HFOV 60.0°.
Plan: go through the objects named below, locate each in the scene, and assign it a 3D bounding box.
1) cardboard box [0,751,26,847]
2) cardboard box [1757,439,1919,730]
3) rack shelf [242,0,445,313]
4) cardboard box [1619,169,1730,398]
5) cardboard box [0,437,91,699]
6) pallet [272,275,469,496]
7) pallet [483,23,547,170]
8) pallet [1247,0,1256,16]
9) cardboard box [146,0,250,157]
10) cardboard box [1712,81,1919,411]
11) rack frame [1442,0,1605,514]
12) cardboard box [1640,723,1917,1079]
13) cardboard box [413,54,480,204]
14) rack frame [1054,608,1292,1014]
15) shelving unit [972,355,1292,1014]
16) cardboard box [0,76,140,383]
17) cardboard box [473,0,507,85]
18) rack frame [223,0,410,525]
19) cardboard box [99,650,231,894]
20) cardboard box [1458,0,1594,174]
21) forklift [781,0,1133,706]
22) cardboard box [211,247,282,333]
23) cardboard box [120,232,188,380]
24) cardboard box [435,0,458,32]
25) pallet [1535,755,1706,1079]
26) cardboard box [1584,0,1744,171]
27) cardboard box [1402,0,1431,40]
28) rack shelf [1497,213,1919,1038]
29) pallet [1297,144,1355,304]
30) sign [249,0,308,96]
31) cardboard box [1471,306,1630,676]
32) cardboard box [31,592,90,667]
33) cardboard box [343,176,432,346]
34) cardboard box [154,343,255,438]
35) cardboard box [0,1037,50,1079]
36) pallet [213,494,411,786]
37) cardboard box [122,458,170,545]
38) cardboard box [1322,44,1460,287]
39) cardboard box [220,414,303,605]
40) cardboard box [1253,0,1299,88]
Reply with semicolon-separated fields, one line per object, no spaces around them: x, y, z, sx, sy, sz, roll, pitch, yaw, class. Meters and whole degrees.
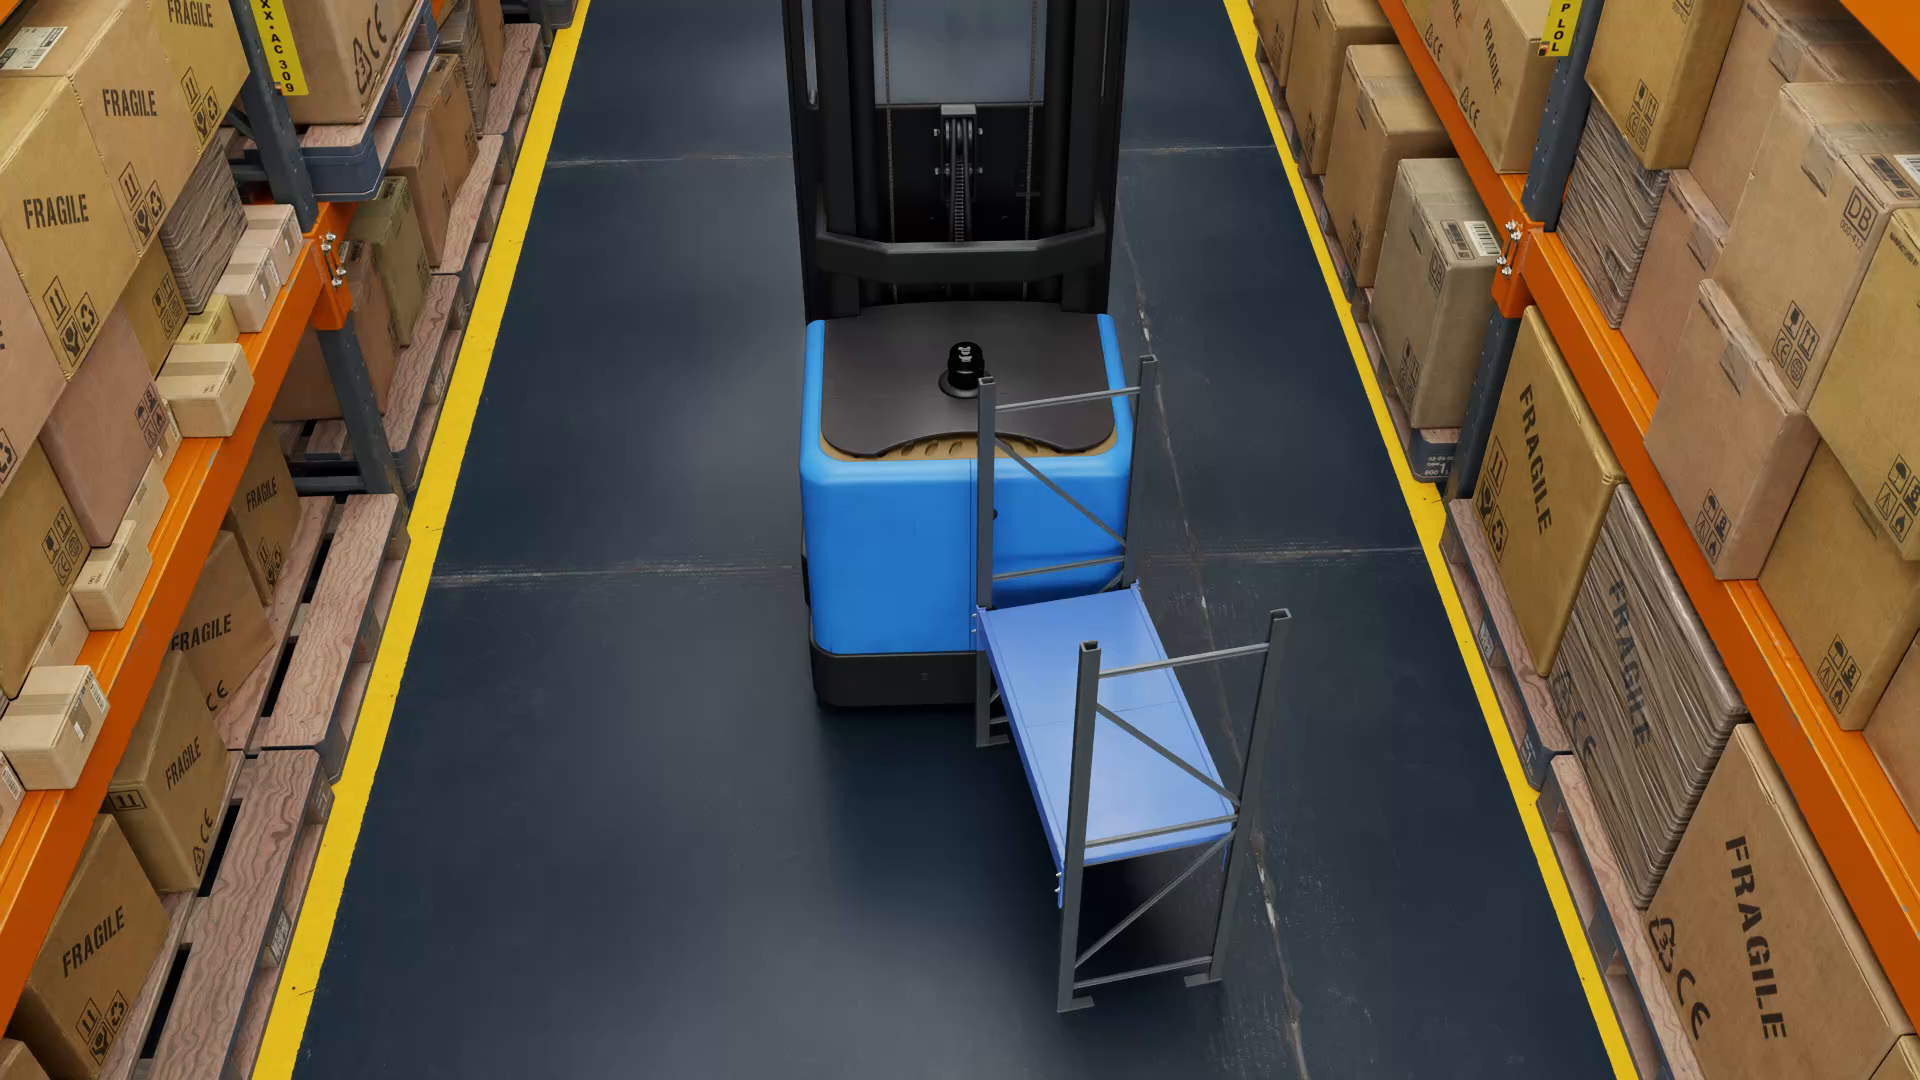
-2.265;0.597;3.564;0.380;0.149;0.250;-2;43;-2;cardboard box
2.461;0.060;3.853;0.875;0.550;0.500;-2;43;-2;cardboard box
-2.686;-2.238;7.004;1.077;0.370;4.000;-2;43;-2;rack shelf
2.433;-0.663;4.642;0.875;0.550;0.550;-2;43;-2;cardboard box
-2.556;0.018;3.716;0.875;0.500;0.500;-2;43;-2;cardboard box
-2.635;-0.650;6.803;1.003;0.211;1.213;-2;43;-2;pallet
-2.739;-2.297;8.600;1.003;0.211;1.213;-2;43;-2;pallet
2.157;-3.427;9.832;1.003;0.211;1.213;-2;43;-2;pallet
-2.307;-1.372;4.493;0.500;0.500;0.500;-2;43;-2;cardboard box
2.365;-0.694;3.877;0.875;0.550;0.550;-2;43;-2;cardboard box
2.359;-1.227;5.368;1.000;3.000;0.127;-2;43;-2;rack frame
2.395;1.052;4.144;0.875;0.875;0.875;-2;43;-2;cardboard box
-2.655;-1.885;7.611;0.700;0.500;0.500;2;43;2;cardboard box
0.519;0.758;4.313;0.500;1.500;0.032;-9;43;-9;rack frame
0.407;0.423;4.679;0.538;1.500;1.048;-9;43;-9;shelving unit
-2.264;-0.697;3.756;0.500;0.500;0.500;-2;43;-2;cardboard box
-2.722;-2.642;8.437;0.700;0.500;0.500;-4;43;-4;cardboard box
-2.601;-1.153;5.288;1.000;3.000;0.127;-2;43;-2;rack frame
-2.487;0.689;4.818;0.500;0.500;0.500;-5;43;-6;cardboard box
2.070;-1.608;5.711;0.500;0.500;0.500;-2;43;-2;cardboard box
-0.024;-1.506;5.724;1.130;2.935;3.031;-1;43;-2;forklift
-2.297;-0.754;5.039;0.380;0.149;0.250;-2;43;-2;cardboard box
-2.657;-0.655;4.450;0.875;0.500;0.500;-2;43;-2;cardboard box
-2.680;-2.561;7.793;0.500;0.250;0.500;3;43;3;cardboard box
2.368;1.143;4.847;1.003;0.211;1.213;-2;43;-2;pallet
2.340;-1.430;4.680;0.875;0.550;0.550;-2;43;-2;cardboard box
2.027;-2.290;6.455;0.500;0.500;0.500;-1;43;-1;cardboard box
2.444;0.389;4.138;1.077;0.370;4.000;-2;43;-2;rack shelf
2.196;-1.543;7.777;1.003;0.211;1.213;-2;43;-2;pallet
-2.059;-1.492;5.018;0.100;0.325;0.005;-2;43;-2;sign
2.316;-0.172;5.479;0.875;0.875;0.875;-1;43;-1;cardboard box
-2.315;0.261;3.932;0.380;0.149;0.250;-2;43;-2;cardboard box
-2.607;-1.131;6.788;0.700;0.500;0.500;-2;43;-2;cardboard box
-2.224;-0.418;4.672;0.380;0.149;0.250;-2;43;-2;cardboard box
-2.500;1.490;3.944;0.500;0.500;0.500;9;43;9;cardboard box
-2.537;0.328;5.736;1.003;0.211;1.213;-2;43;-2;pallet
-2.294;-0.078;4.301;0.380;0.149;0.250;-2;43;-2;cardboard box
2.206;-1.620;7.152;1.050;0.750;0.750;-2;43;-2;cardboard box
-2.624;-0.115;5.694;0.500;0.500;0.500;-3;43;-3;cardboard box
2.125;-2.839;8.481;1.050;0.750;0.750;-2;43;-2;cardboard box
